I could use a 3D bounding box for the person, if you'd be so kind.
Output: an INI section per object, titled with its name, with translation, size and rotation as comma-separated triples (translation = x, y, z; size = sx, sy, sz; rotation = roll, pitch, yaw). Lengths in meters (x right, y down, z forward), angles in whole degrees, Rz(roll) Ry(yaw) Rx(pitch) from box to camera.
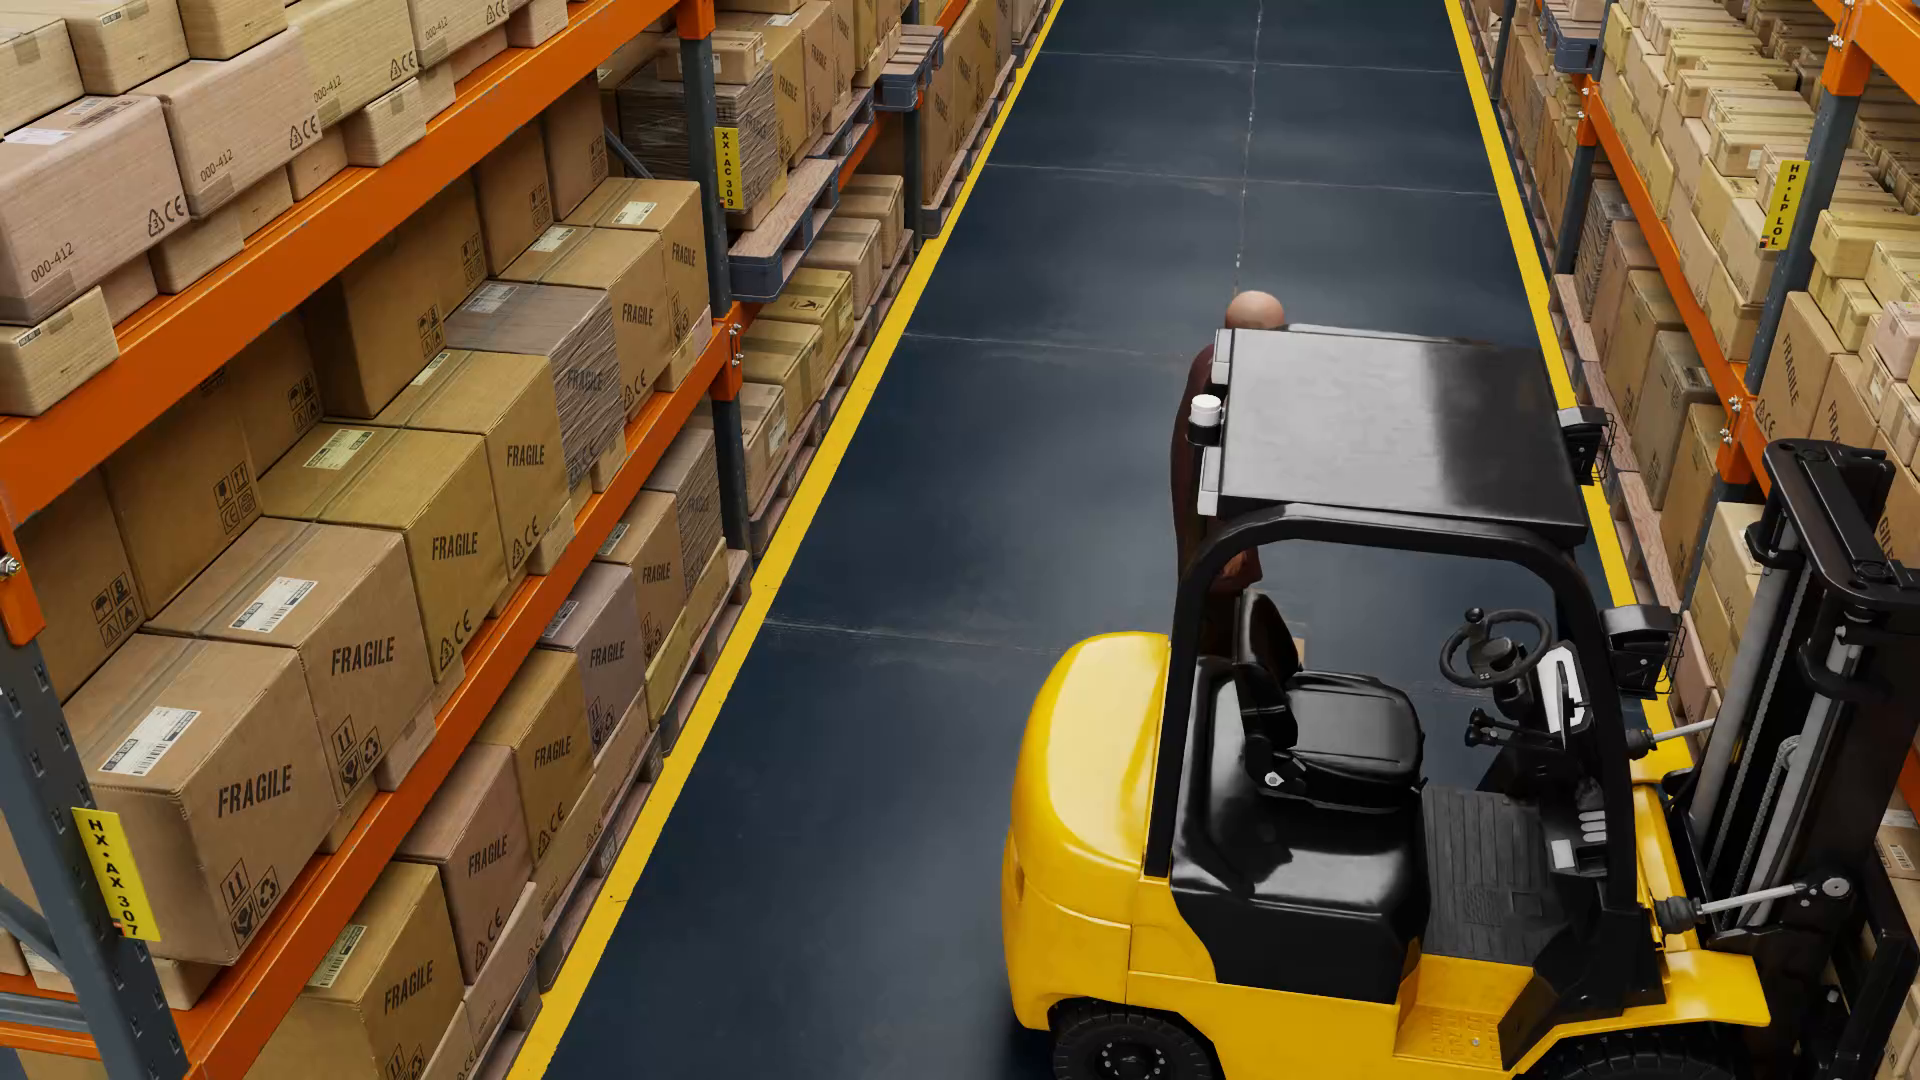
[person]
translation = 0.999, -0.112, 6.331
size = 0.429, 1.772, 0.644
rotation = 3, 32, 6
